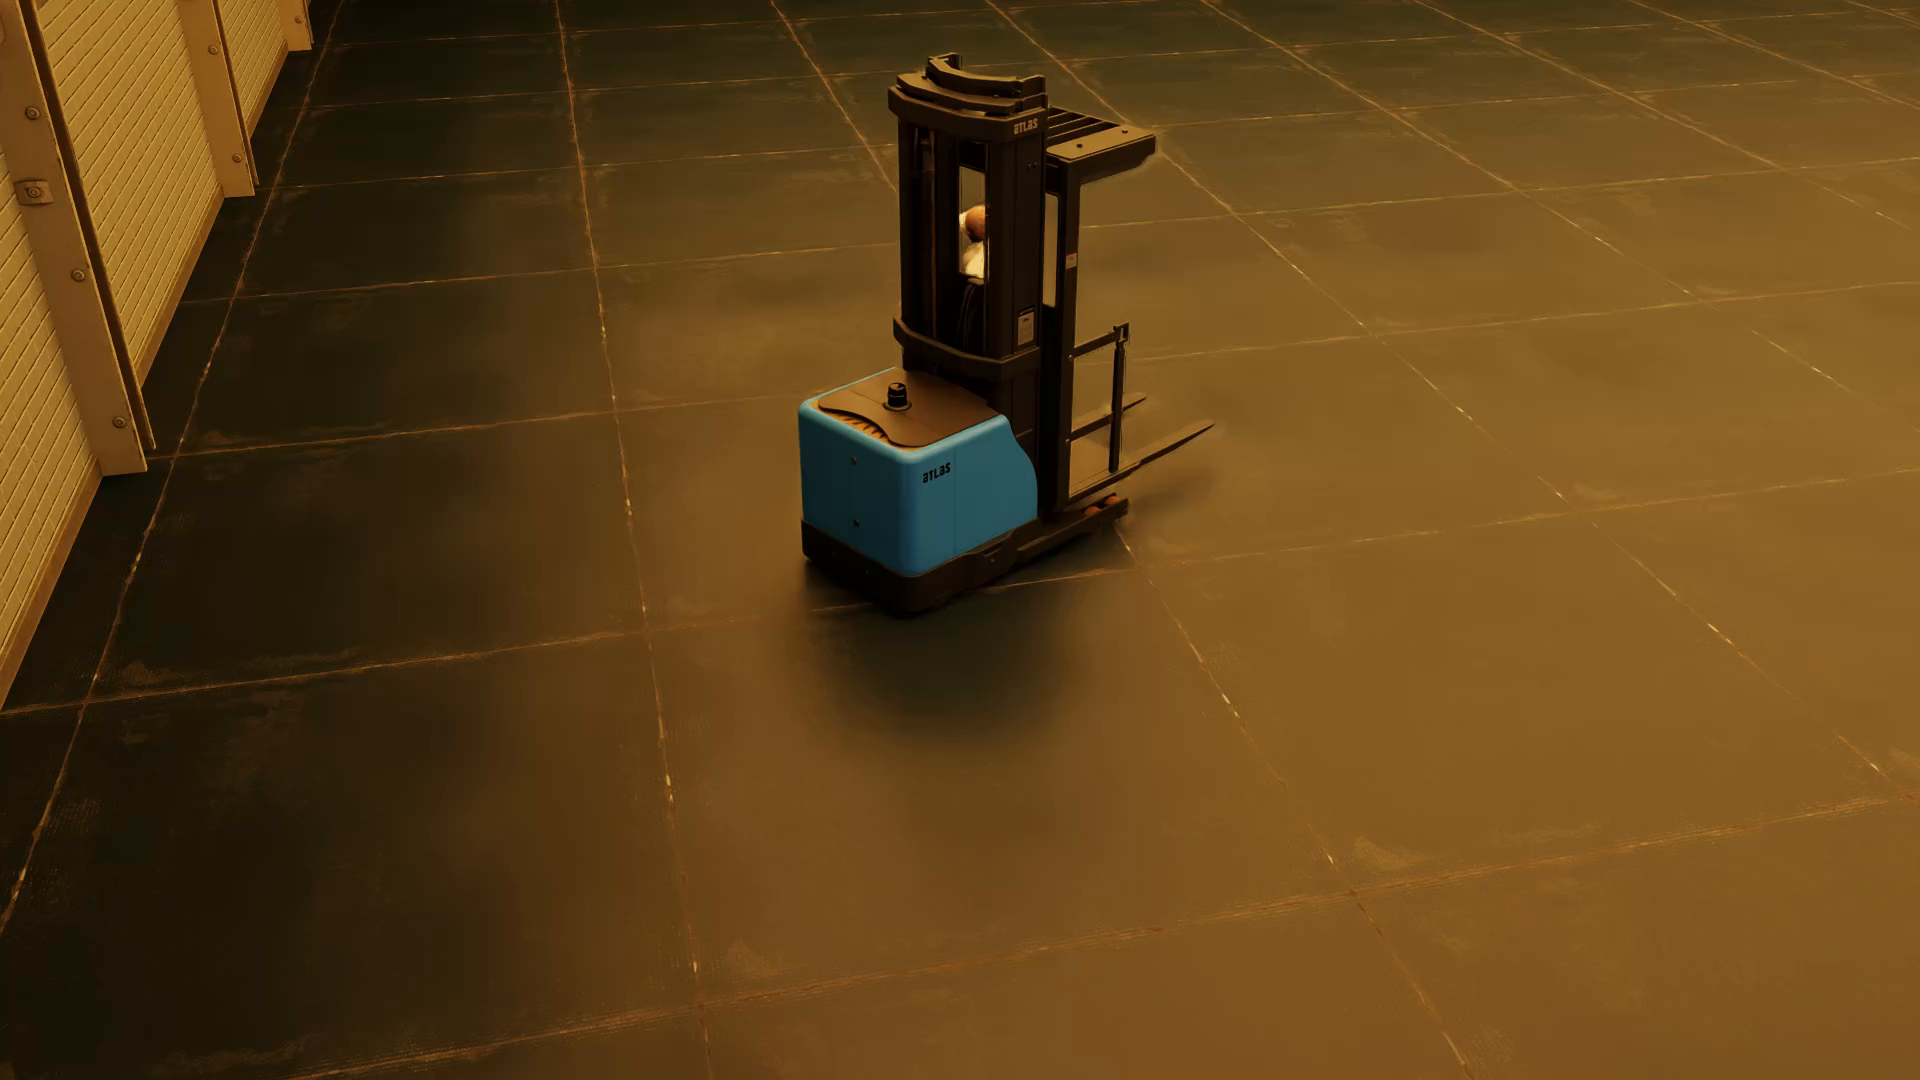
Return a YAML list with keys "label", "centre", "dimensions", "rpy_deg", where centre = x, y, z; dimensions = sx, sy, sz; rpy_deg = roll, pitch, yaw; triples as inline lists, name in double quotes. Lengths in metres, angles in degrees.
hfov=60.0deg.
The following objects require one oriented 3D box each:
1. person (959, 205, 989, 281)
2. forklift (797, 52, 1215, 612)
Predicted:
- label: "person"
  centre: [0.048, -1.711, 11.996]
  dimensions: [0.877, 1.499, 1.048]
  rpy_deg: [-9, 31, -16]
- label: "forklift"
  centre: [0.439, -1.481, 10.133]
  dimensions: [3.031, 2.935, 1.130]
  rpy_deg: [-26, 39, -37]
